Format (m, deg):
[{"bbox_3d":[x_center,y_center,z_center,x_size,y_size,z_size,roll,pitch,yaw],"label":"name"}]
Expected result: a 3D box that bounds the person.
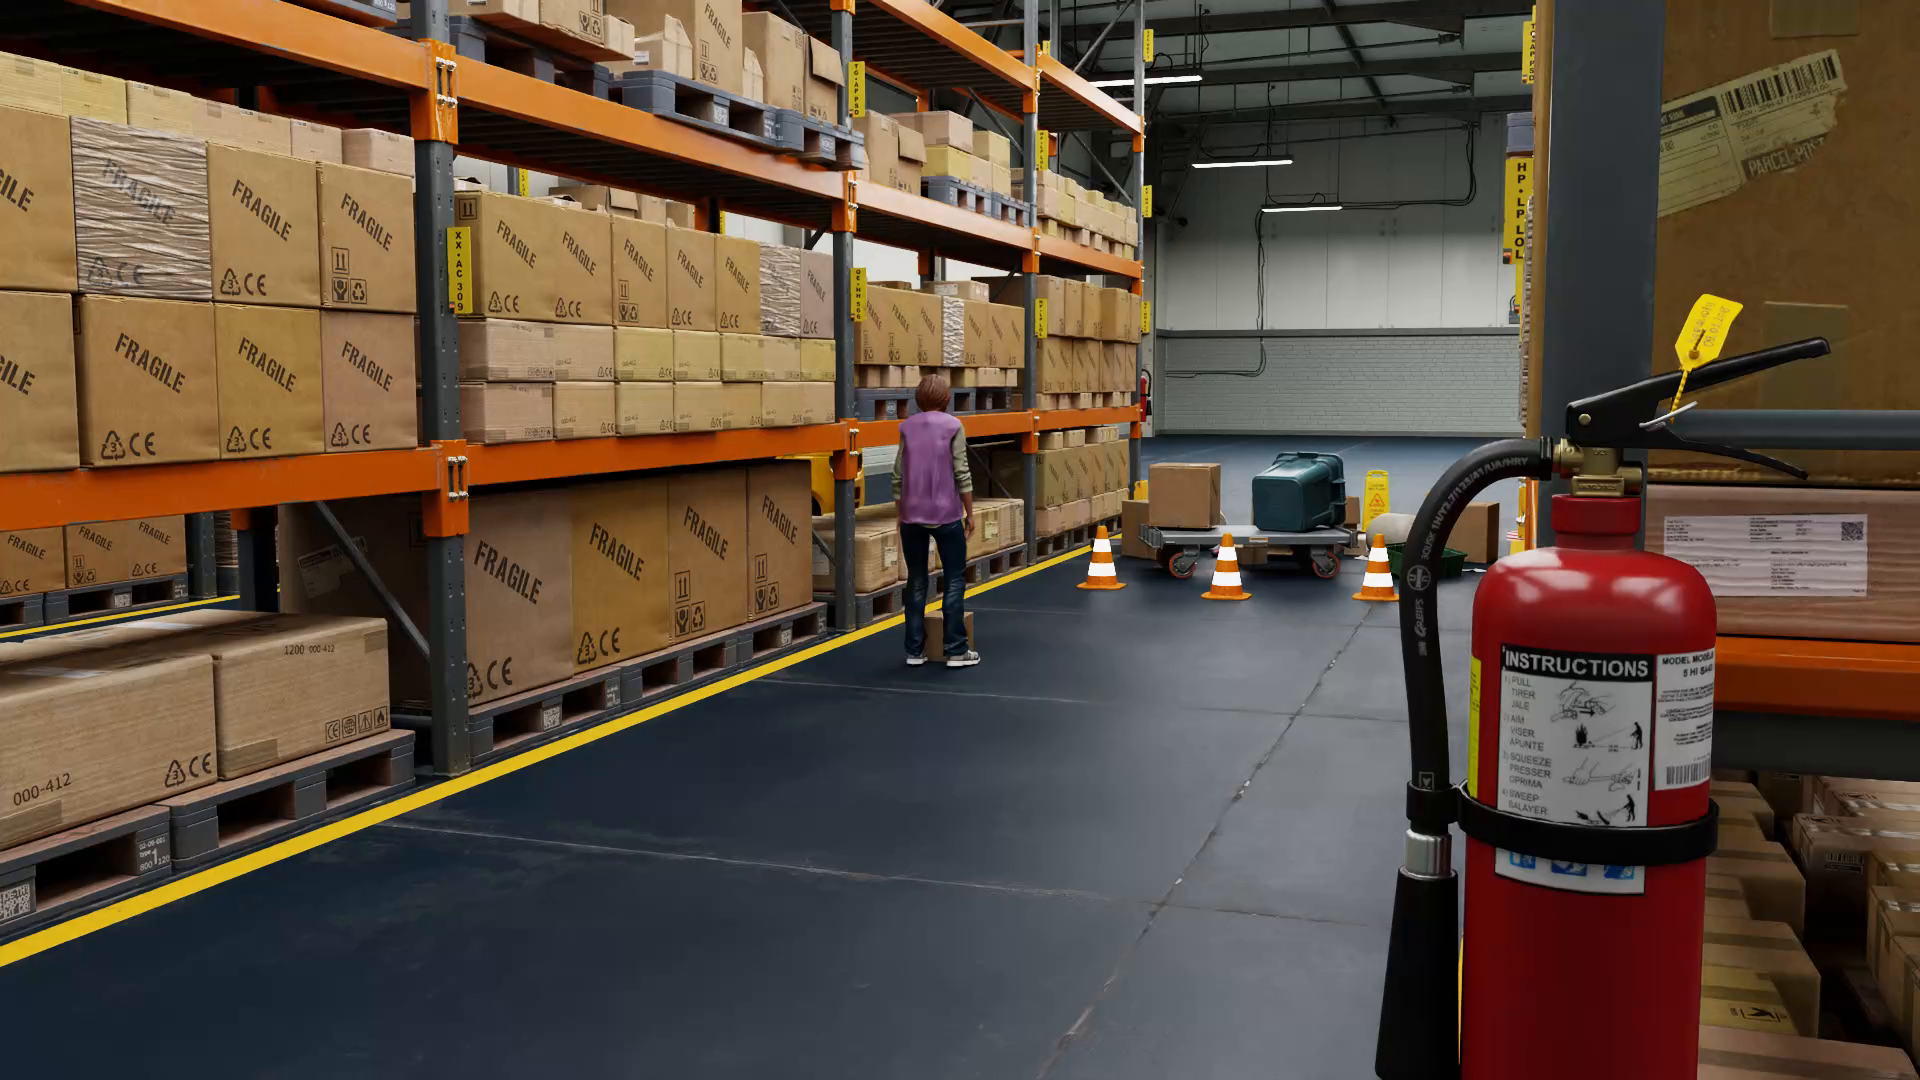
[{"bbox_3d":[-0.145,-0.105,9.069,0.463,1.592,0.345,2,6,19],"label":"person"}]
